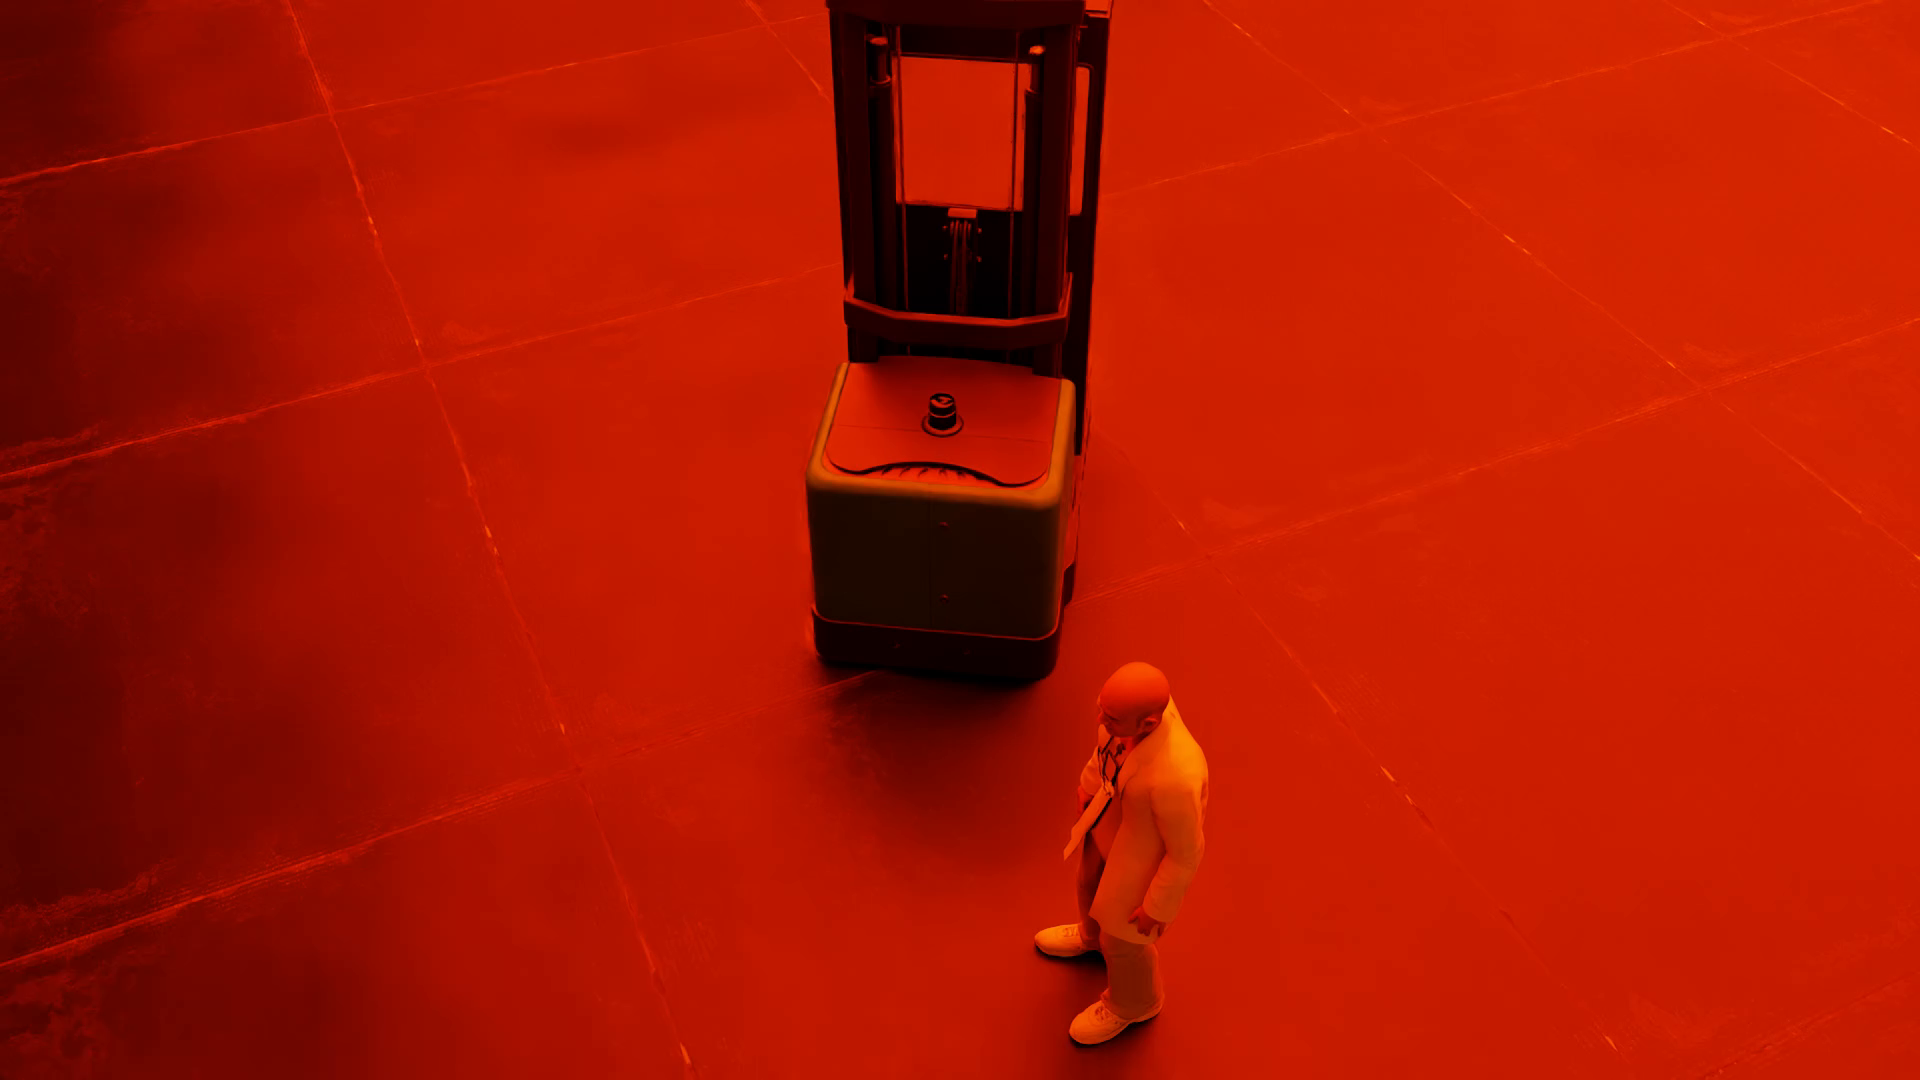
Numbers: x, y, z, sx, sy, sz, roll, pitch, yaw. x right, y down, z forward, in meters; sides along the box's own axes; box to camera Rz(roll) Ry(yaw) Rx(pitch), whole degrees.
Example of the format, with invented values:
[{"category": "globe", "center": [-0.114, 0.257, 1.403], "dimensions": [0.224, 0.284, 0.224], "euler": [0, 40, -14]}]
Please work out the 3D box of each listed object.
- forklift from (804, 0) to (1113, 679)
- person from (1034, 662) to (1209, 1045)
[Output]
[{"category": "forklift", "center": [0.067, -1.487, 7.274], "dimensions": [1.130, 2.935, 3.031], "euler": [5, 43, 5]}, {"category": "person", "center": [0.554, 1.003, 5.455], "dimensions": [0.430, 1.772, 0.647], "euler": [-12, 44, -13]}]
